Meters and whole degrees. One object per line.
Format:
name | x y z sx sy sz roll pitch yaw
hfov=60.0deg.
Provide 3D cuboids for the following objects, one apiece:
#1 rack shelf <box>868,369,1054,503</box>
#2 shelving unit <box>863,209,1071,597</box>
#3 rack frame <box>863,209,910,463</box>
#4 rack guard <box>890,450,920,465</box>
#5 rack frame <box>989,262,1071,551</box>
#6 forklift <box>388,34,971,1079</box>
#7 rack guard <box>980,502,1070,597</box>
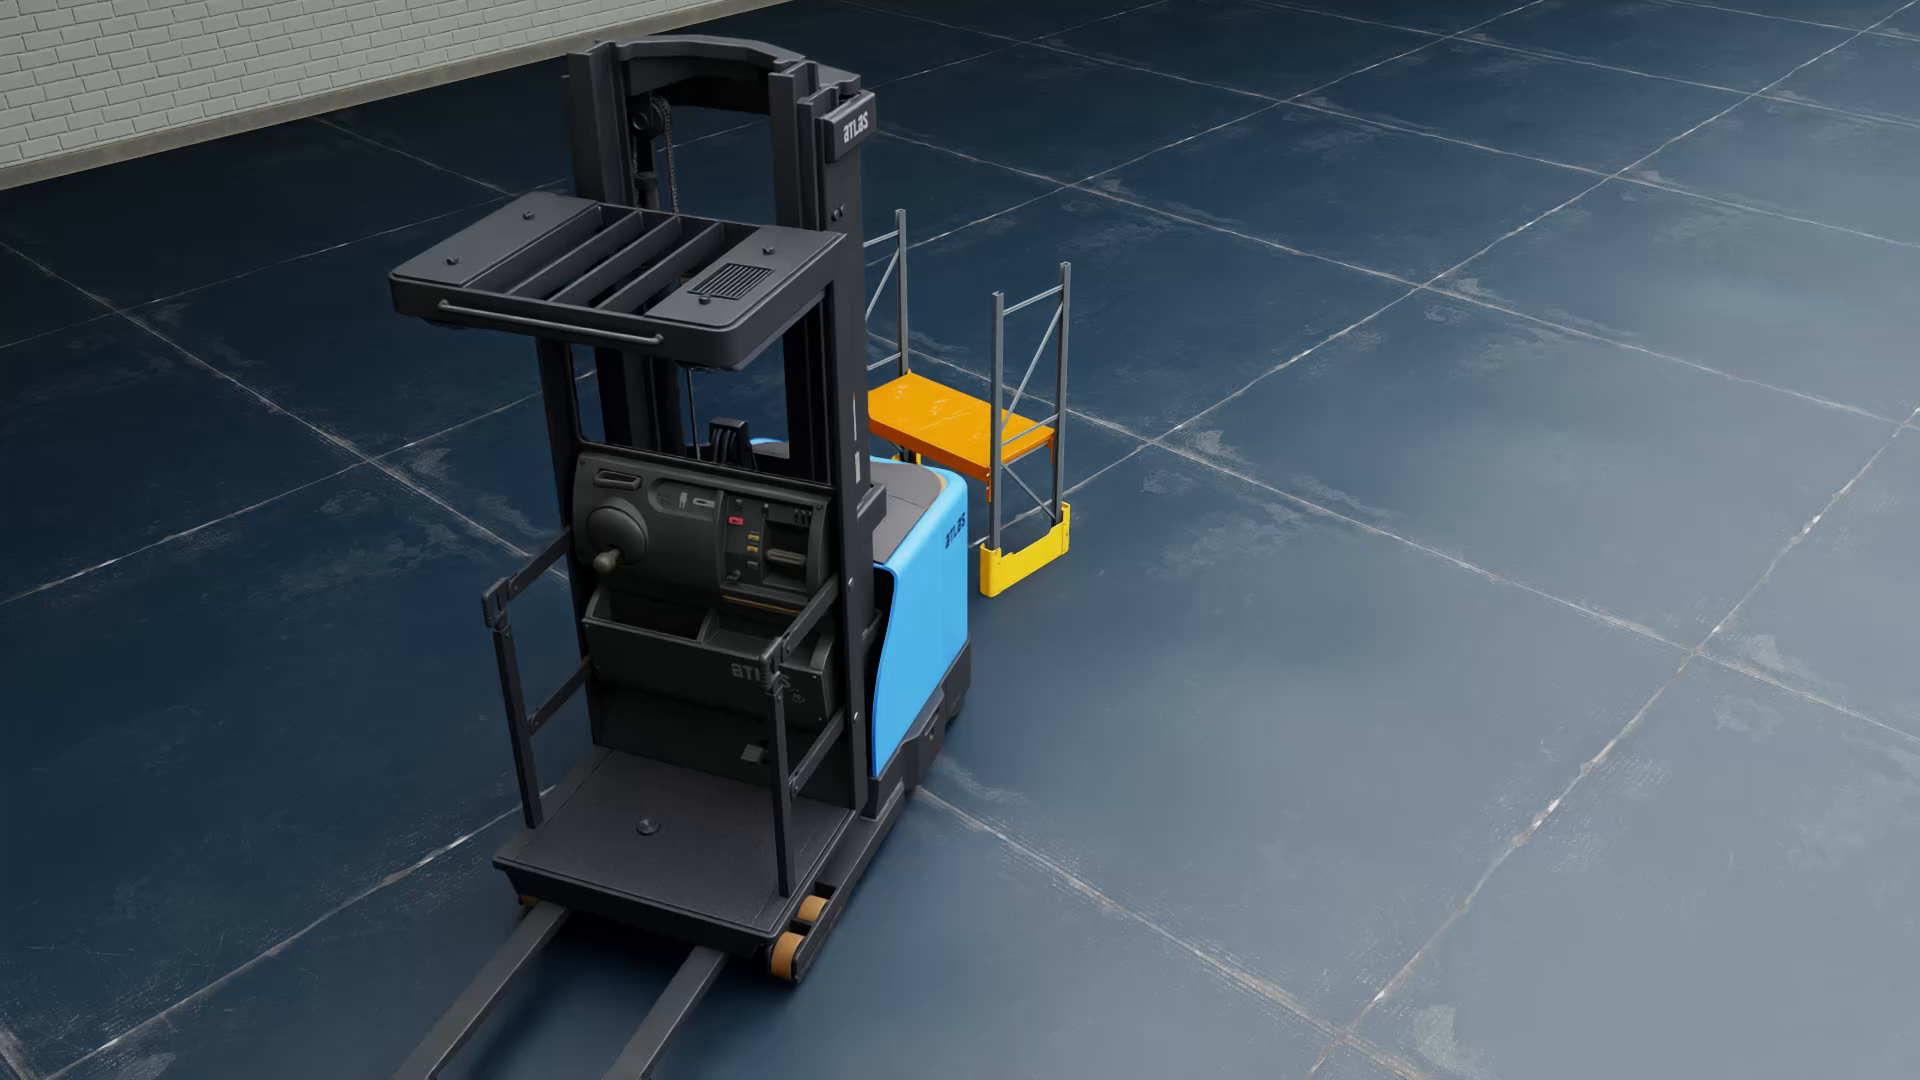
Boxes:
rack shelf | -0.063 -0.518 8.005 1.000 0.185 0.538 25 39 35
shelving unit | -0.057 -0.669 7.907 1.083 1.500 0.587 25 39 35
rack frame | -0.440 -0.848 8.204 0.032 1.500 0.500 25 39 35
rack guard | -0.426 -0.306 8.516 0.087 0.250 0.587 25 39 35
rack frame | 0.314 -0.496 7.620 0.032 1.500 0.500 25 39 35
forklift | -0.949 0.019 5.377 1.130 2.935 3.031 11 33 18
rack guard | 0.313 0.039 7.943 0.087 0.250 0.587 25 39 35
